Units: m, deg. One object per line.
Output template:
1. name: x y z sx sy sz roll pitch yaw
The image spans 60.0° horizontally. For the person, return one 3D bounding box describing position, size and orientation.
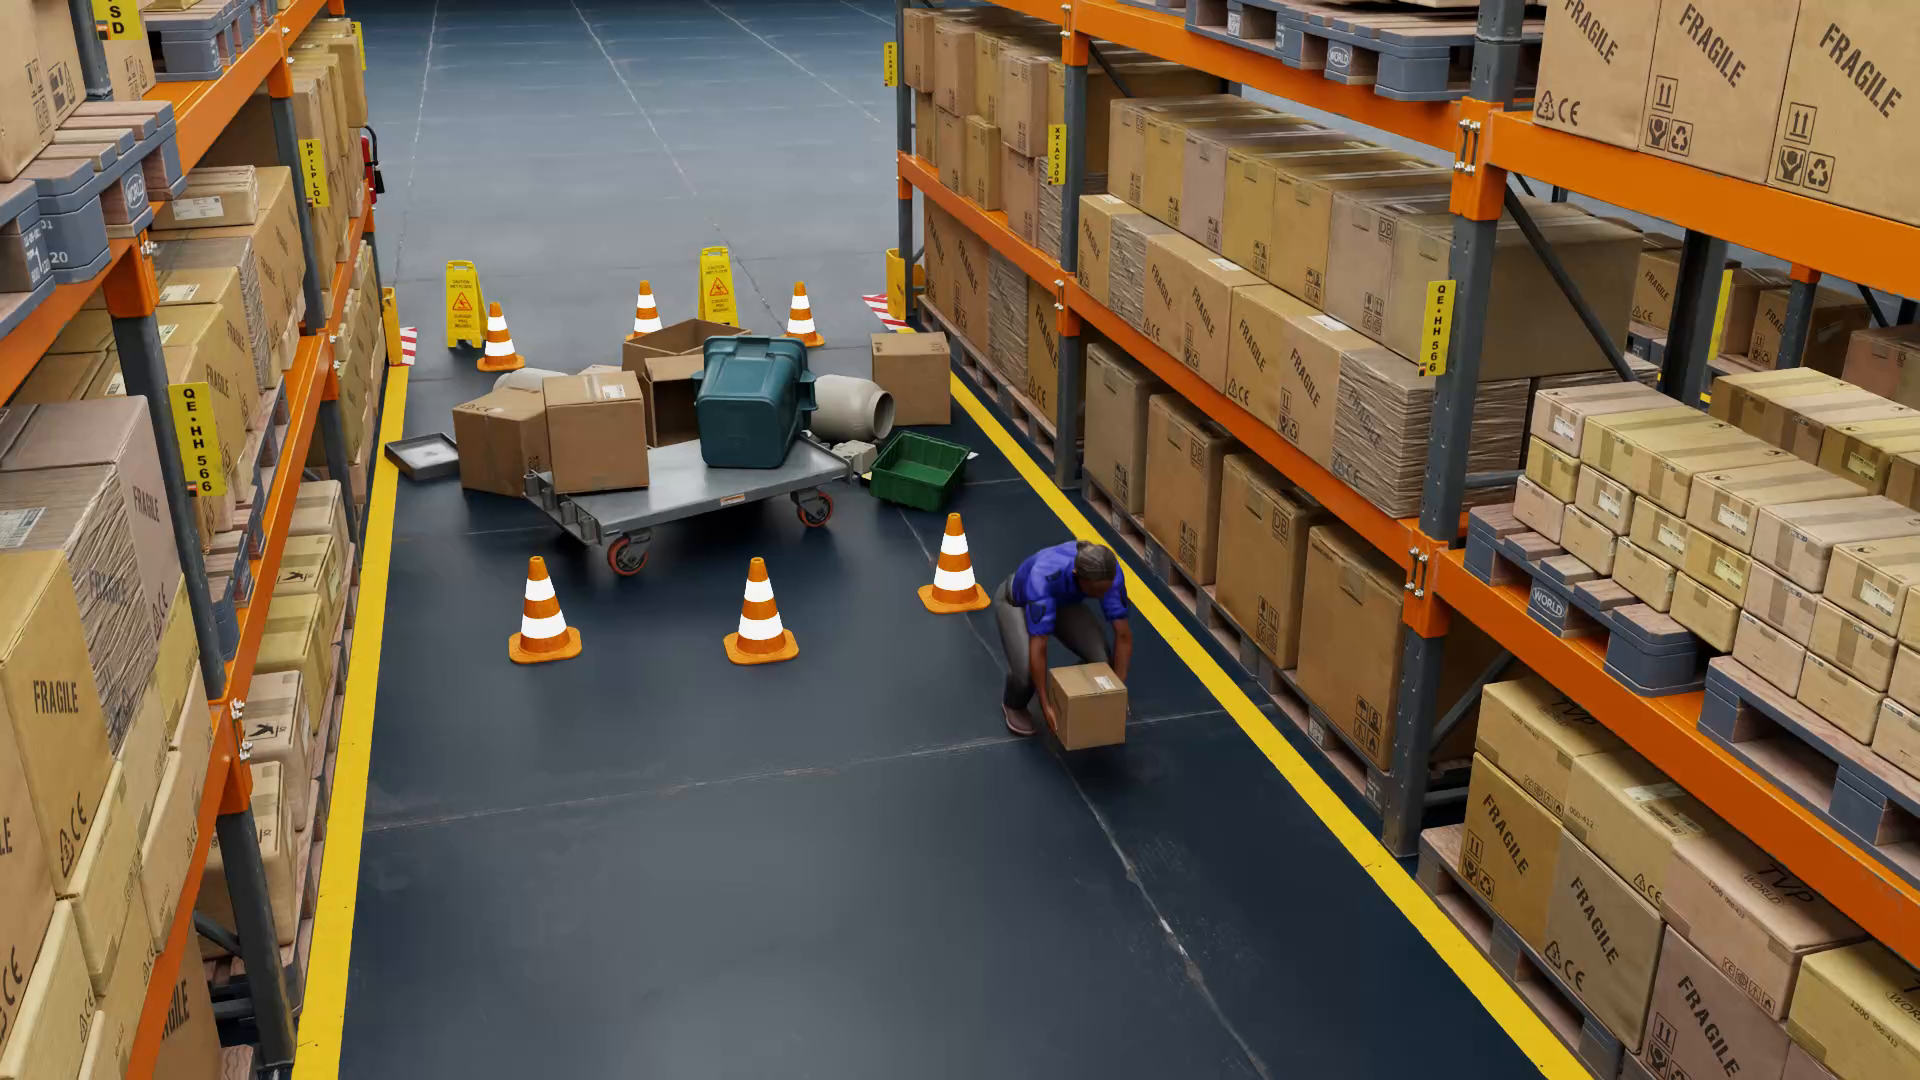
1. person: 0.436 0.379 7.077 0.488 0.988 0.796 -6 24 -15
